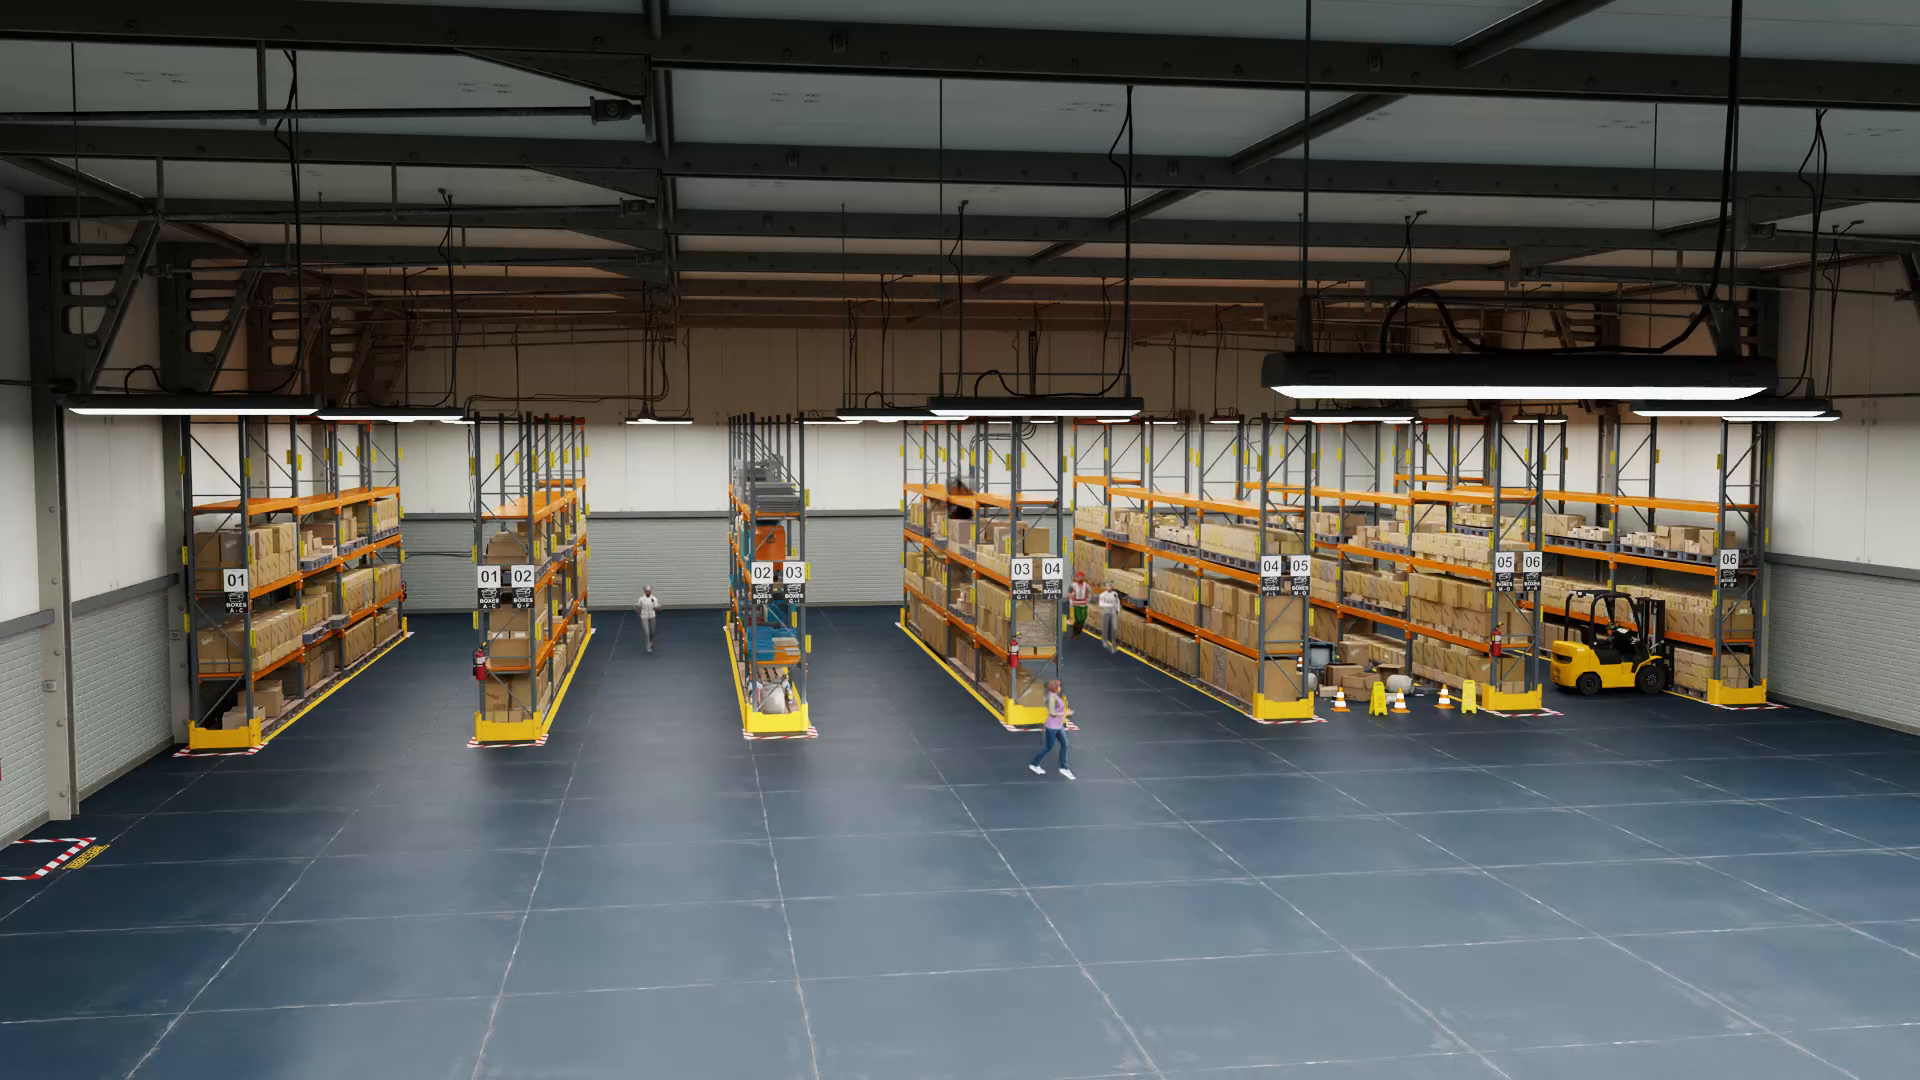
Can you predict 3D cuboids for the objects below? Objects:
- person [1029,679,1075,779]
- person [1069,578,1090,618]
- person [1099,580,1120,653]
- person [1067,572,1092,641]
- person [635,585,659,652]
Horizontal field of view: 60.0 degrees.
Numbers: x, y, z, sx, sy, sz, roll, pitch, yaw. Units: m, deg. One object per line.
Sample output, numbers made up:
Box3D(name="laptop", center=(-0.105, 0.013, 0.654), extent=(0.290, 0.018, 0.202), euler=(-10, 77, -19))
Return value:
Box3D(name="person", center=(1.498, 3.081, 27.077), extent=(0.751, 1.642, 0.522), euler=(1, 4, 17))
Box3D(name="person", center=(3.706, 1.450, 49.850), extent=(0.891, 1.778, 0.679), euler=(-1, 4, -17))
Box3D(name="person", center=(3.653, 1.854, 40.470), extent=(0.579, 1.774, 0.684), euler=(-1, 4, -10))
Box3D(name="person", center=(3.089, 1.709, 42.470), extent=(0.631, 1.782, 0.600), euler=(-1, 4, -9))
Box3D(name="person", center=(-7.971, 1.988, 42.479), extent=(0.586, 1.672, 0.886), euler=(-1, 4, -21))
